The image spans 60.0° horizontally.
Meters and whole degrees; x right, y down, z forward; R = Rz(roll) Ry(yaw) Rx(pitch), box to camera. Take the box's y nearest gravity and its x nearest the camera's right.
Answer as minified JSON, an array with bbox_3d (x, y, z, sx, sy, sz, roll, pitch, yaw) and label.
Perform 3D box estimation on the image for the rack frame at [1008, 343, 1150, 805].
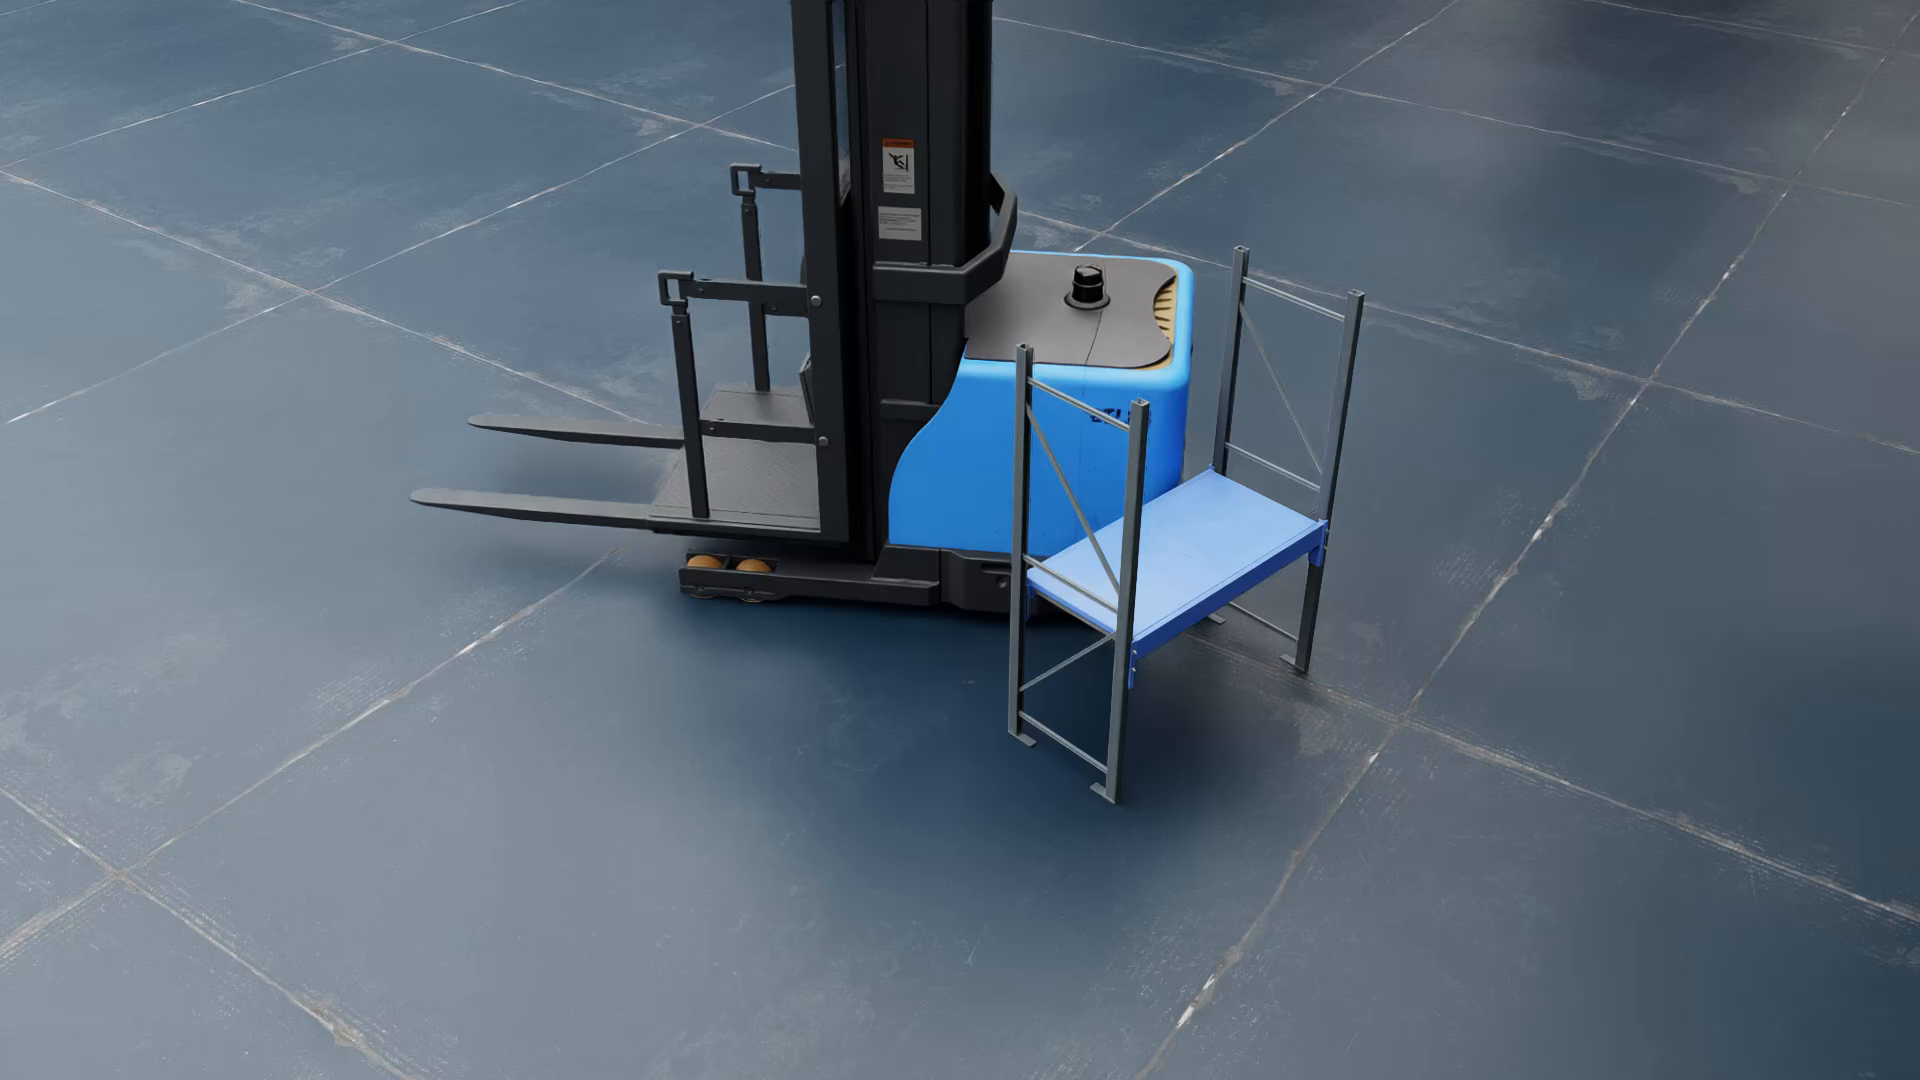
[{"bbox_3d":[0.348,0.142,5.202,0.032,1.500,0.500,-28,43,-35],"label":"rack frame"}]

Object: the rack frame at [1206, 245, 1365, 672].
[{"bbox_3d":[1.088,-0.249,5.779,0.032,1.500,0.500,-28,43,-35],"label":"rack frame"}]

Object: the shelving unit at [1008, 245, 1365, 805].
[{"bbox_3d":[0.718,-0.053,5.490,1.048,1.500,0.538,-28,43,-35],"label":"shelving unit"}]

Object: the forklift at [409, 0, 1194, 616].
[{"bbox_3d":[-0.641,-1.260,5.997,3.031,2.935,1.130,4,34,6],"label":"forklift"}]

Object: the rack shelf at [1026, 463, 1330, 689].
[{"bbox_3d":[0.718,0.096,5.591,1.000,0.185,0.538,-28,43,-35],"label":"rack shelf"}]
